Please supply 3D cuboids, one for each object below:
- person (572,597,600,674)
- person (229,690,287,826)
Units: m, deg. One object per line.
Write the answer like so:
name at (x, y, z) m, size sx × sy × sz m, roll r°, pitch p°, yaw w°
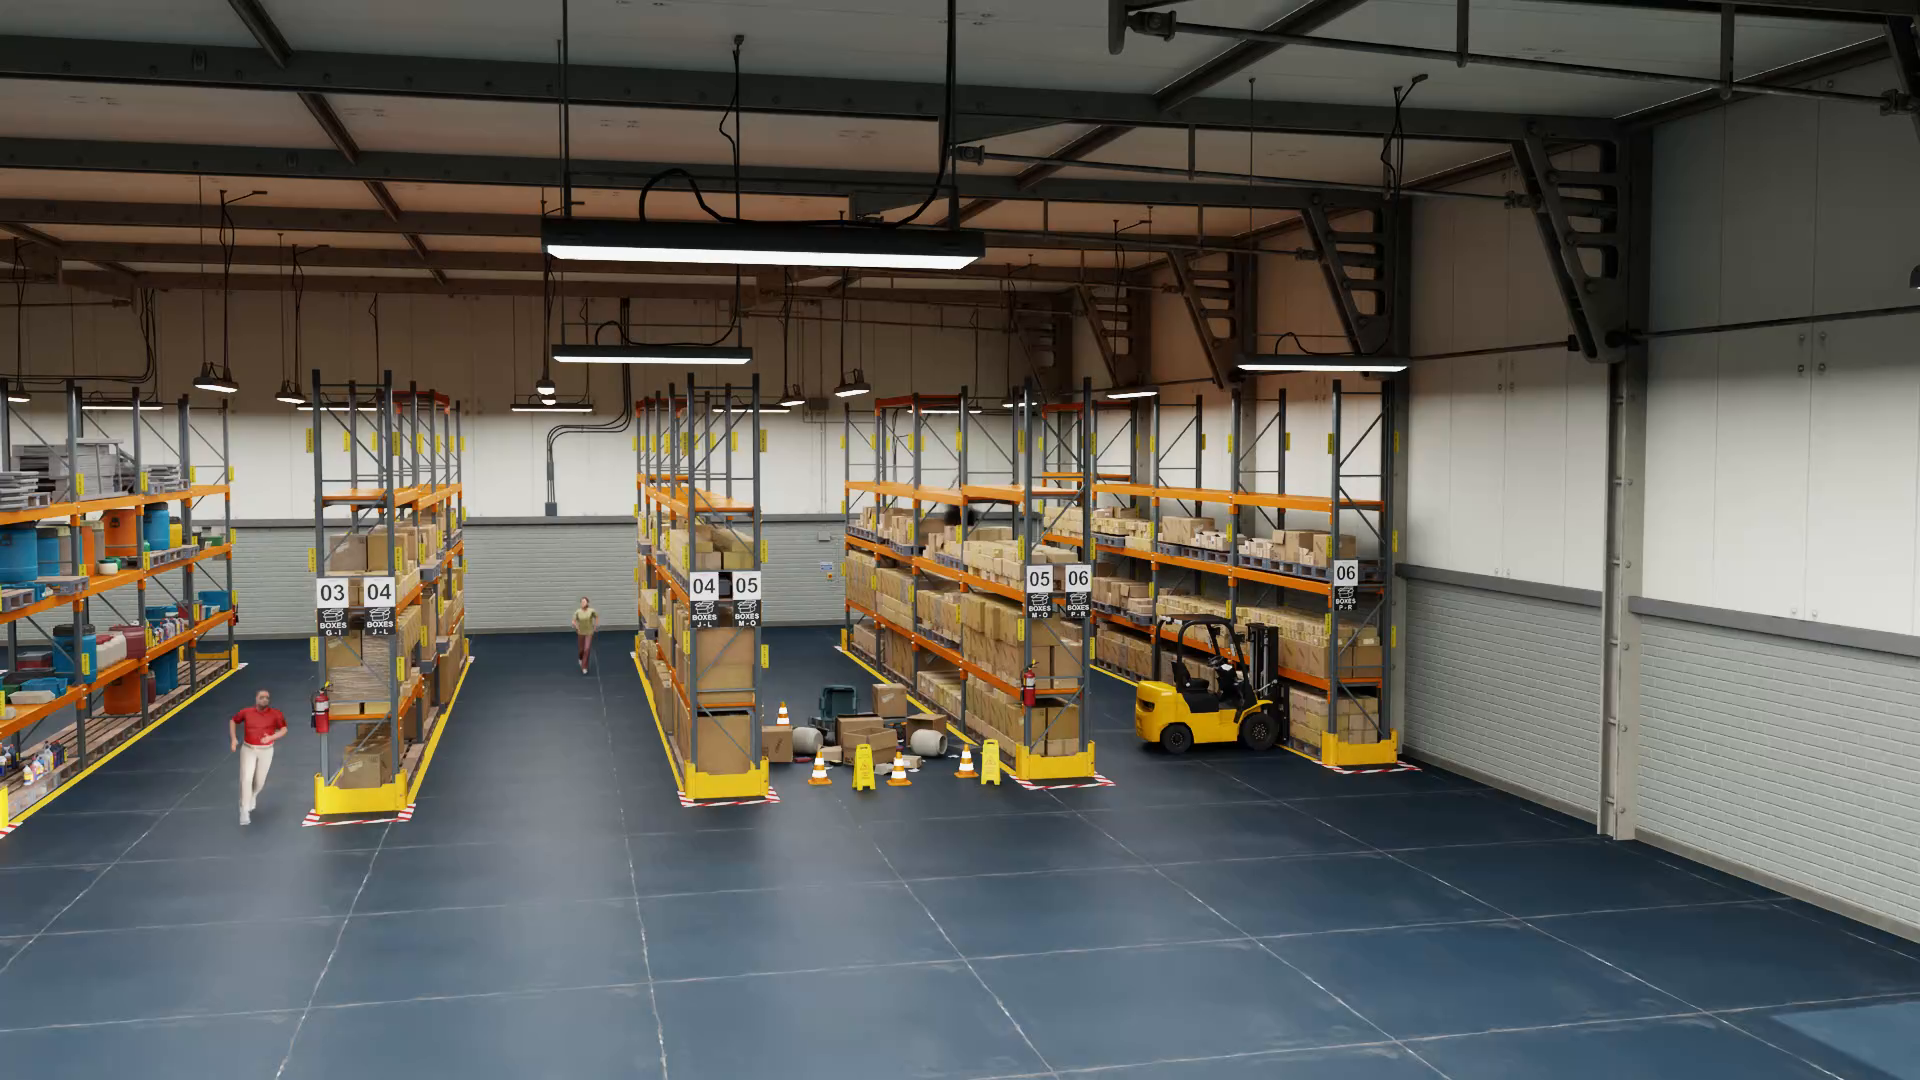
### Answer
person at (-8.232, 2.079, 36.601) m, size 0.587 × 1.661 × 0.808 m, roll 0°, pitch 3°, yaw -8°
person at (-9.403, 2.869, 22.316) m, size 0.703 × 1.722 × 0.947 m, roll -2°, pitch 4°, yaw -28°
